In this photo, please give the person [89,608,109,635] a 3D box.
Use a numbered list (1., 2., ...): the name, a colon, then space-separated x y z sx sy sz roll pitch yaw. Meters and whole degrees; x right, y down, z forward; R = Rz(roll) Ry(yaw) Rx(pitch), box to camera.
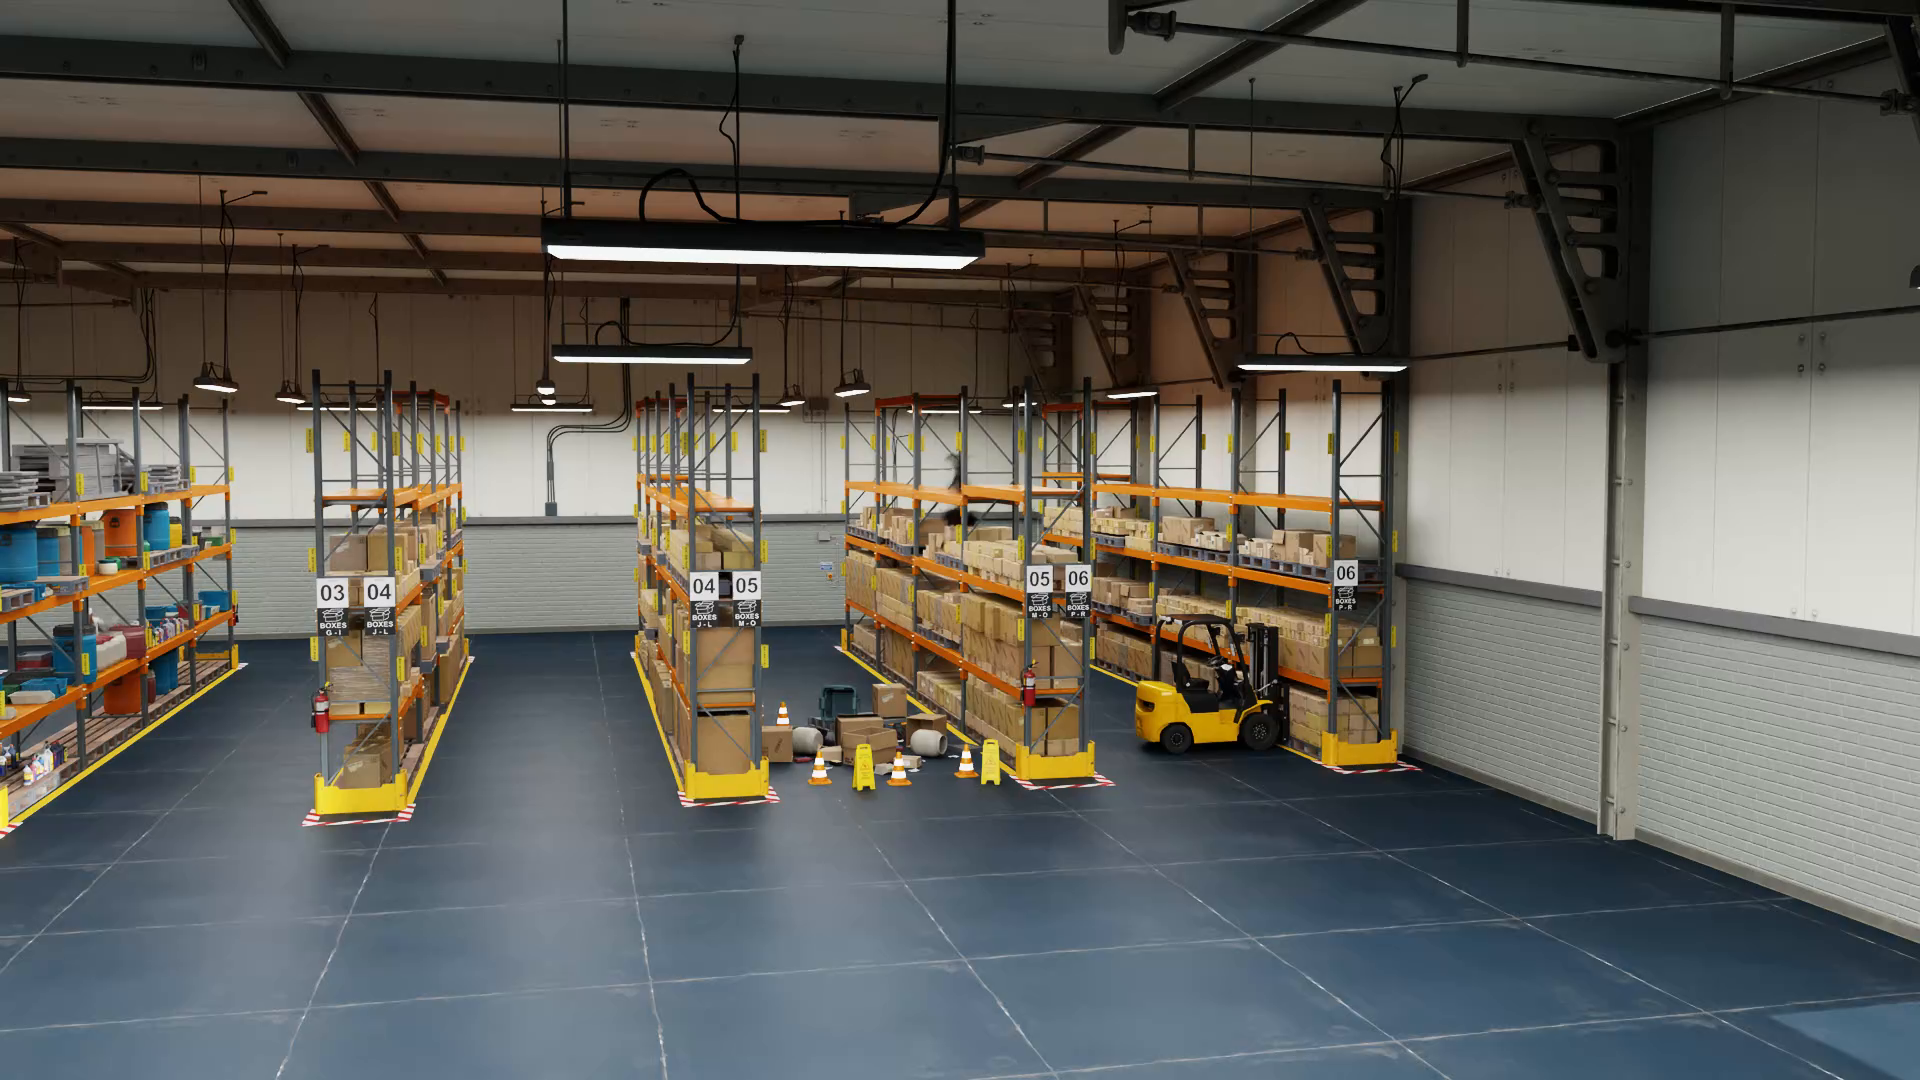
1. person: -17.789 2.212 34.135 0.696 1.732 1.055 -1 3 -9
